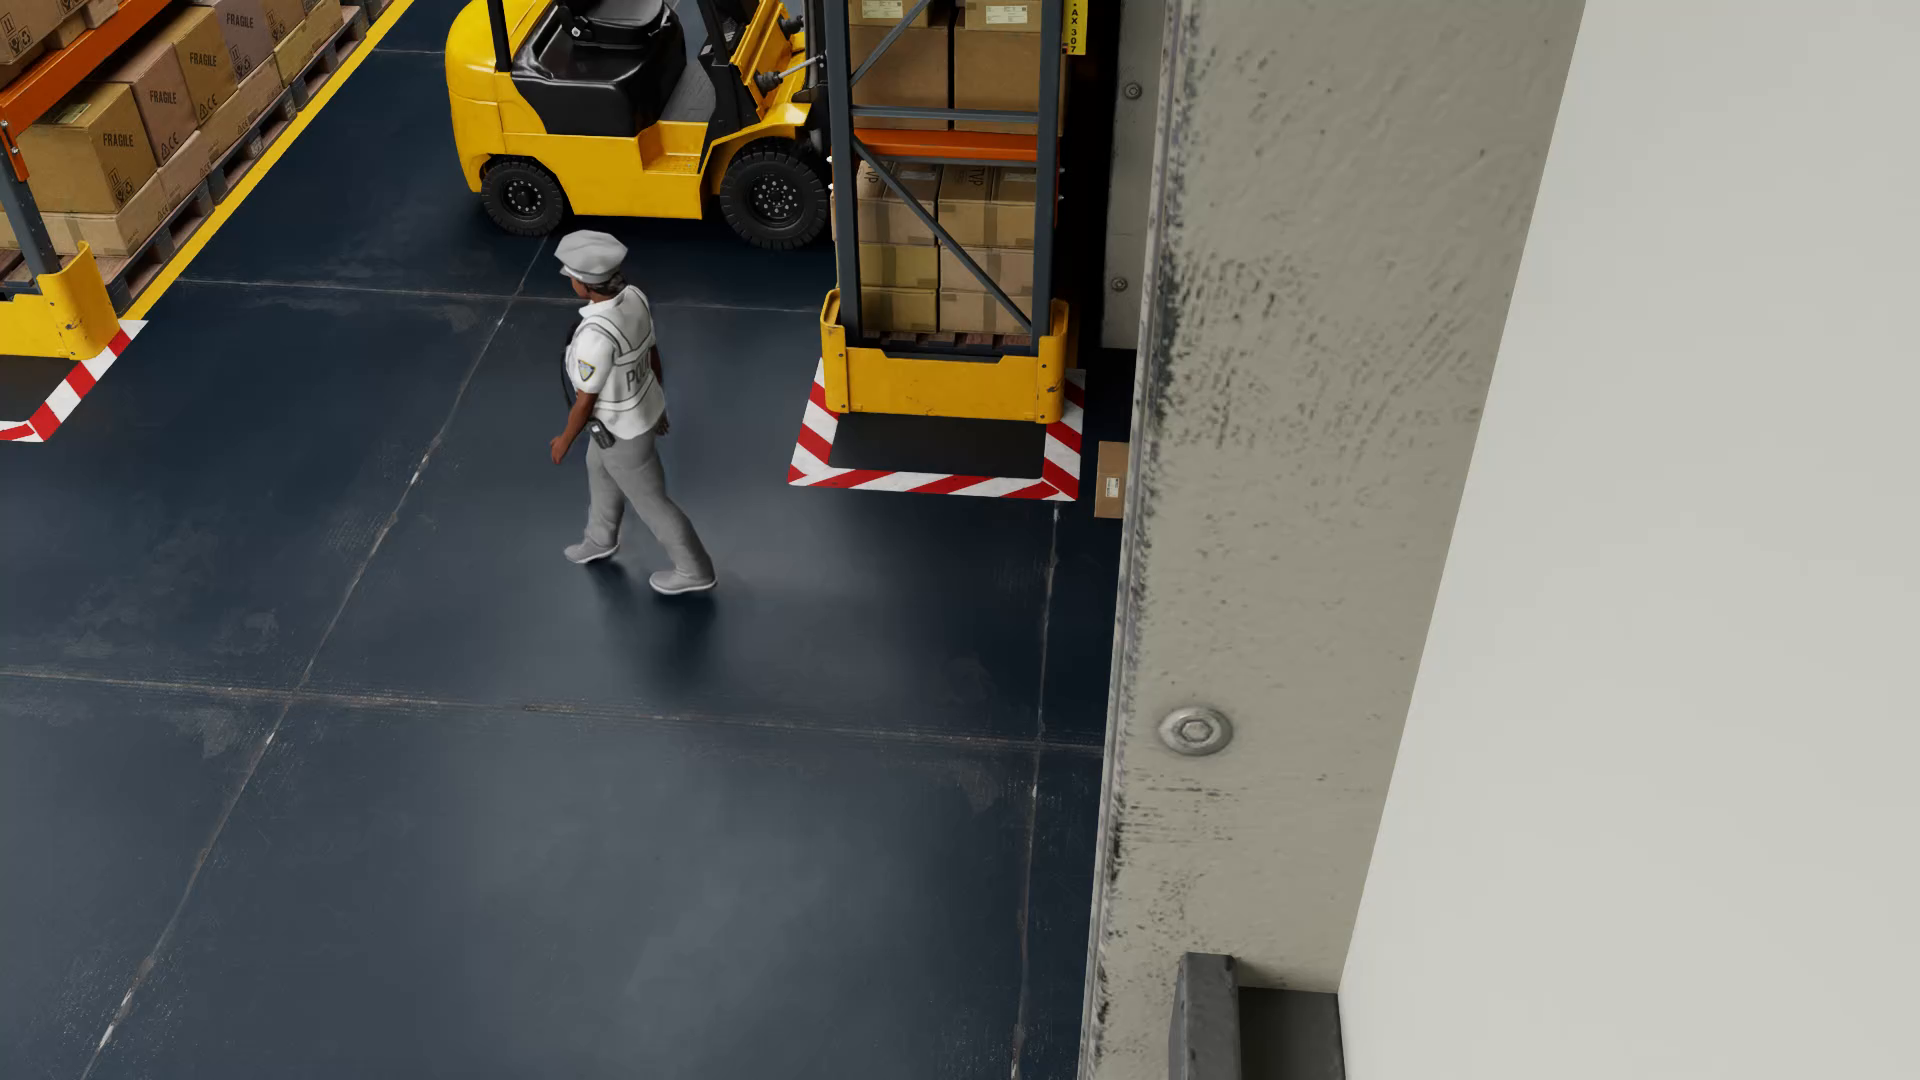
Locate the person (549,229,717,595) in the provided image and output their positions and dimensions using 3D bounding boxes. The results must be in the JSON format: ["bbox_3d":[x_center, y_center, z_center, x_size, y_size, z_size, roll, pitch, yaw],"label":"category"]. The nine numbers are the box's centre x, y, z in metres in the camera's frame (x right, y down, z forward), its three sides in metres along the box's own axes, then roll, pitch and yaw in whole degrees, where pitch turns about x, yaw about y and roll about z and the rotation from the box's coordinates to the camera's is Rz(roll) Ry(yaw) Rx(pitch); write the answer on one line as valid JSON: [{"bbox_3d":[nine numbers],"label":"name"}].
[{"bbox_3d":[-1.403,-0.458,6.700,0.751,1.699,0.457,6,41,7],"label":"person"}]
